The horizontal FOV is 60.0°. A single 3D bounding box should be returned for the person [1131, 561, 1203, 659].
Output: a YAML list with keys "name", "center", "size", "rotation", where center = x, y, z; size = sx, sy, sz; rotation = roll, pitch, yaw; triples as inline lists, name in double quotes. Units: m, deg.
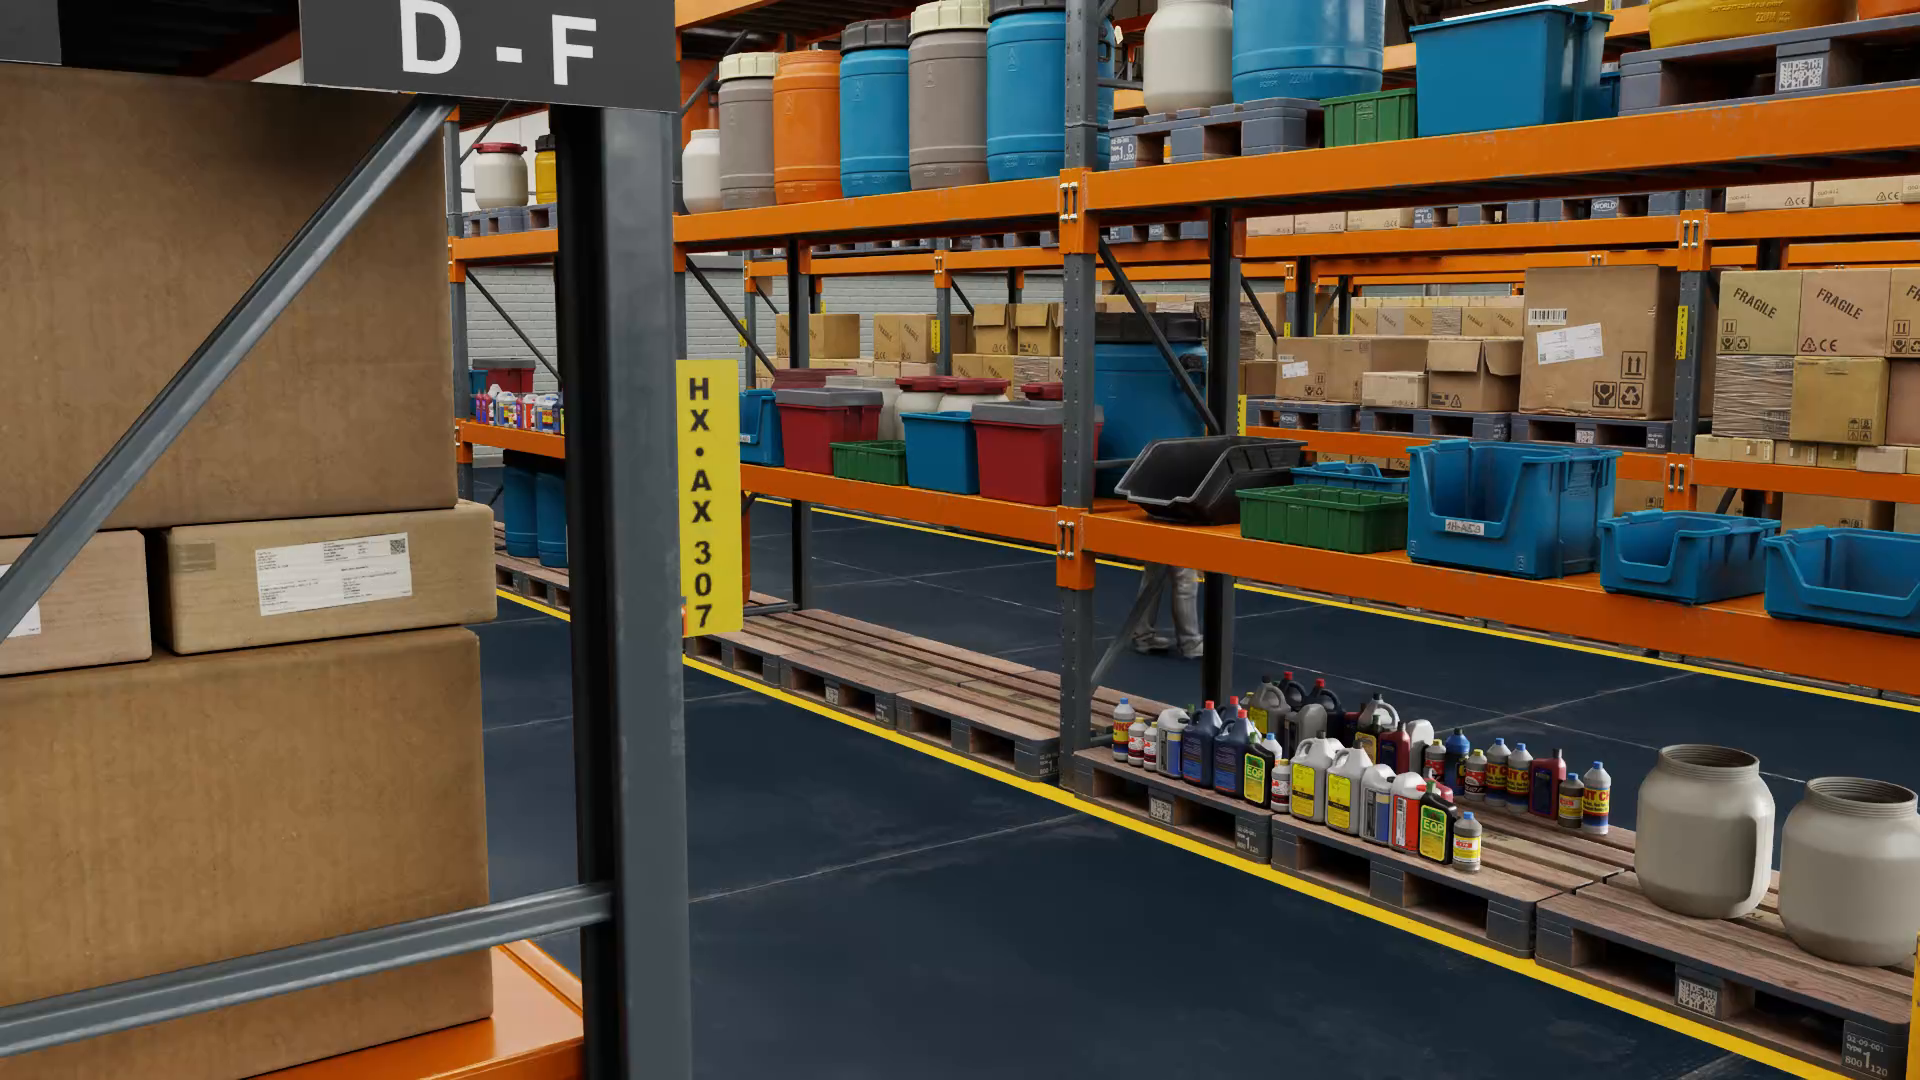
- name: "person"
  center: [1.410, -0.138, 10.701]
  size: [0.583, 1.777, 0.598]
  rotation: [-1, 8, -7]
